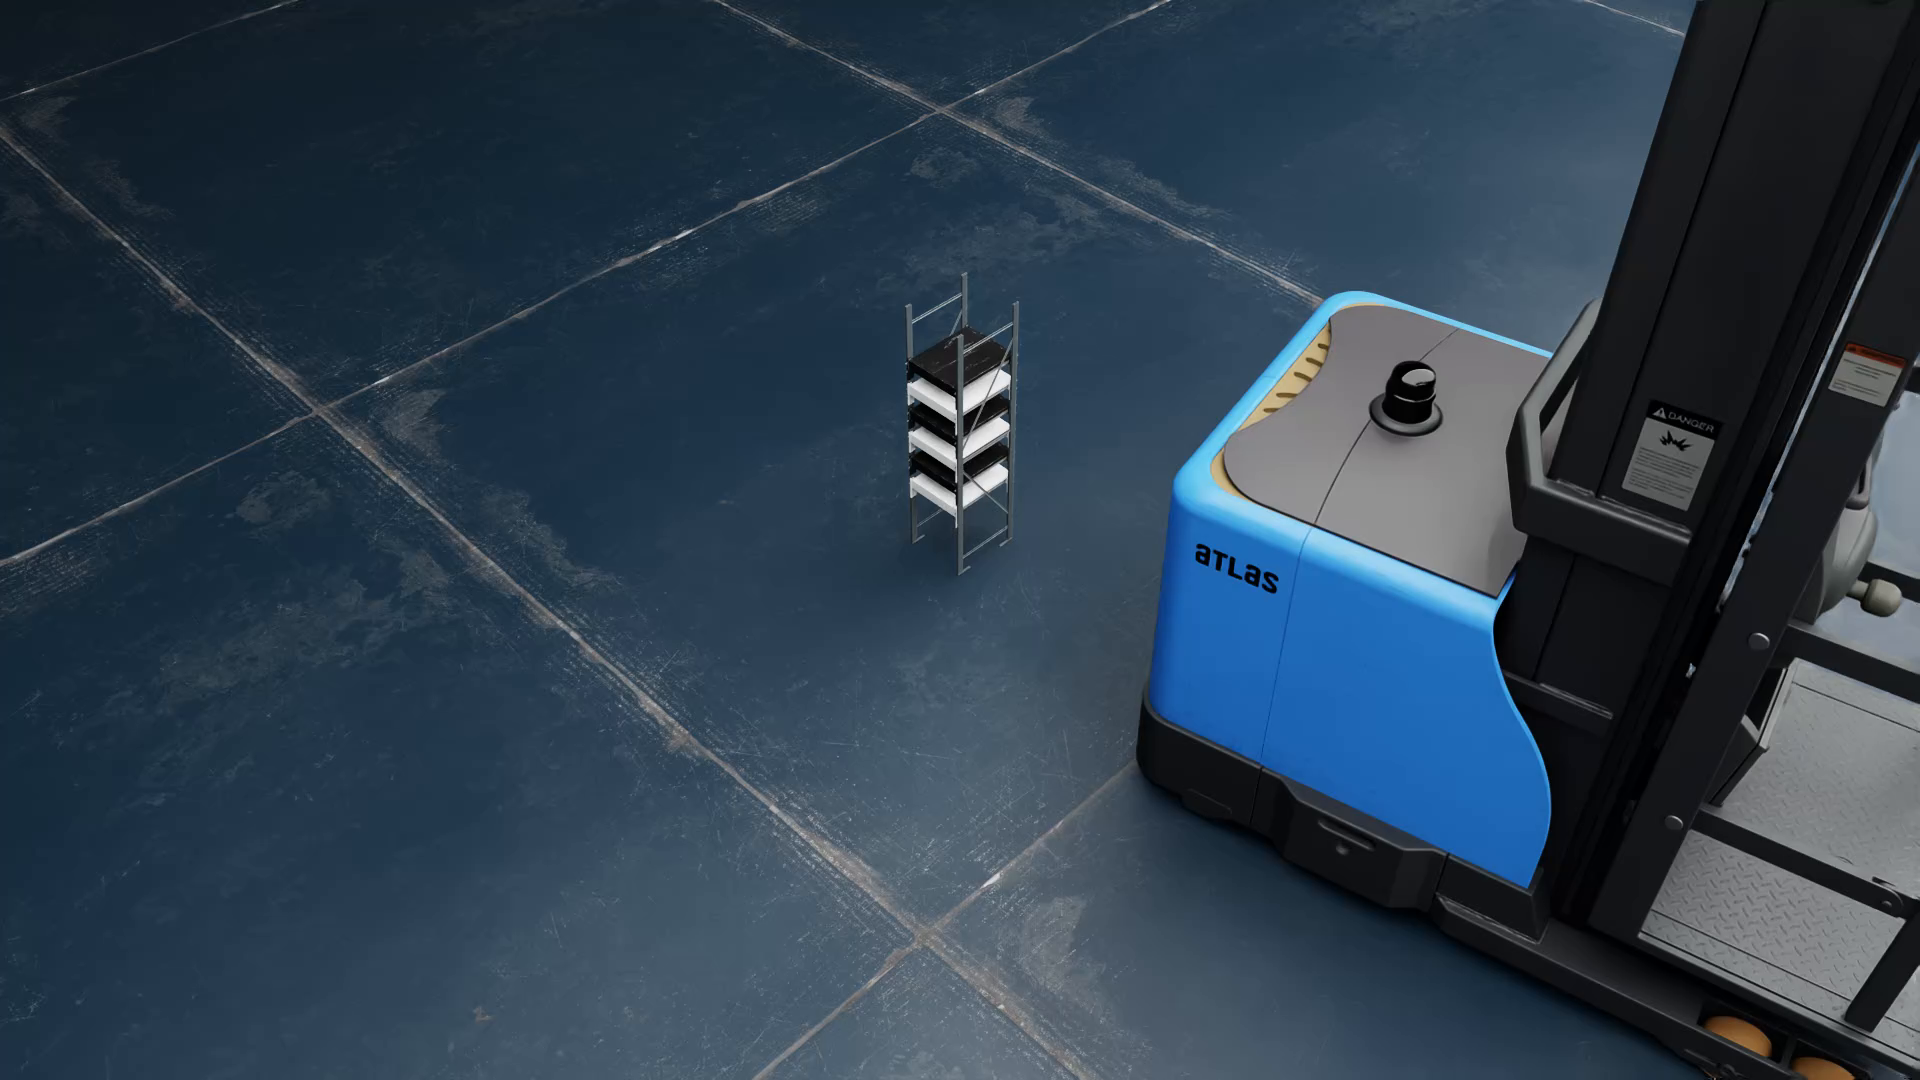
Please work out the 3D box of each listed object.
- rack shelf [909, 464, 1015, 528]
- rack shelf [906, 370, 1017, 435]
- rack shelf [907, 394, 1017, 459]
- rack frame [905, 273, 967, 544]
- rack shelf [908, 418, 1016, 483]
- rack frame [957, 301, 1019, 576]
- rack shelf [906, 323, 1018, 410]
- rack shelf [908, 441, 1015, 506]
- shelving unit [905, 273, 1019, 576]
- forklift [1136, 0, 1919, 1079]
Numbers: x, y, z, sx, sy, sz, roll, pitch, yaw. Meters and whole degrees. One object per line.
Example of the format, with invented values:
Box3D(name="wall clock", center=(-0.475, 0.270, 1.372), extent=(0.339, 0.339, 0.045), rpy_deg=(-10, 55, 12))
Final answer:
Box3D(name="rack shelf", center=(0.006, -0.170, 5.085), extent=(0.258, 0.077, 0.200), rpy_deg=(-34, 53, -31))
Box3D(name="rack shelf", center=(0.006, -0.434, 4.841), extent=(0.258, 0.077, 0.200), rpy_deg=(-34, 53, -31))
Box3D(name="rack shelf", center=(0.006, -0.368, 4.902), extent=(0.258, 0.077, 0.200), rpy_deg=(-34, 53, -31))
Box3D(name="rack frame", center=(-0.066, -0.375, 4.993), extent=(0.240, 0.900, 0.006), rpy_deg=(-34, 53, -31))
Box3D(name="rack shelf", center=(0.006, -0.302, 4.963), extent=(0.258, 0.077, 0.200), rpy_deg=(-34, 53, -31))
Box3D(name="rack frame", center=(0.078, -0.278, 4.888), extent=(0.240, 0.900, 0.006), rpy_deg=(-34, 53, -31))
Box3D(name="rack shelf", center=(0.006, -0.500, 4.780), extent=(0.258, 0.077, 0.200), rpy_deg=(-34, 53, -31))
Box3D(name="rack shelf", center=(0.006, -0.236, 5.024), extent=(0.258, 0.077, 0.200), rpy_deg=(-34, 53, -31))
Box3D(name="shelving unit", center=(0.006, -0.327, 4.940), extent=(0.258, 0.900, 0.210), rpy_deg=(-34, 53, -31))
Box3D(name="forklift", center=(1.991, -0.150, 3.253), extent=(3.031, 2.935, 1.130), rpy_deg=(24, 48, 24))
